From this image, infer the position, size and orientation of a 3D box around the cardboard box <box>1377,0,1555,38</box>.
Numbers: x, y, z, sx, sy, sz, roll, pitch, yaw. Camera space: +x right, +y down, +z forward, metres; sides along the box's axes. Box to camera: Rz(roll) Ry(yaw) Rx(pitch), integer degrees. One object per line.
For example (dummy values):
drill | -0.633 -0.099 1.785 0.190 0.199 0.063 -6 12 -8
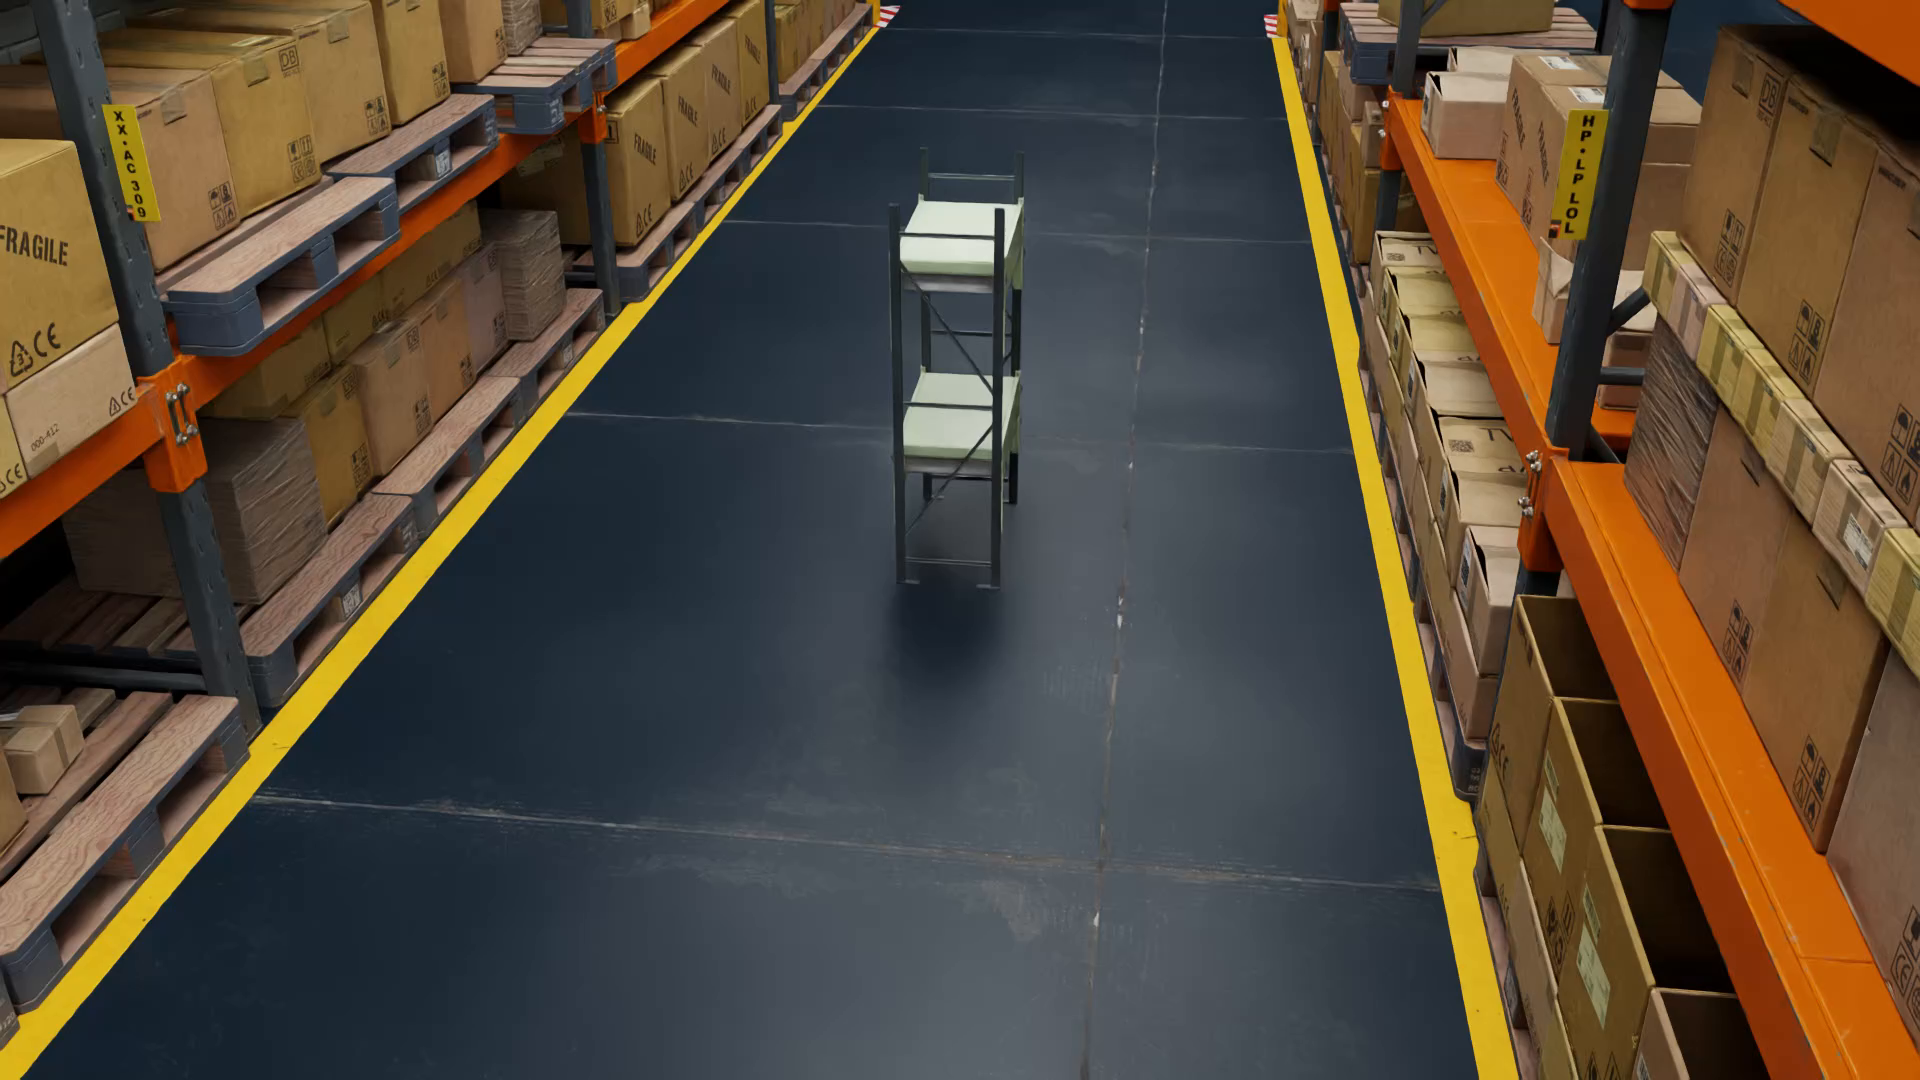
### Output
cardboard box | 2.533 -2.818 8.271 0.700 0.500 0.500 -6 29 -11

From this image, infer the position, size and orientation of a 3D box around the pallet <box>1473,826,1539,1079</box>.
pallet | 1.939 1.196 4.308 1.003 0.211 1.213 3 28 6

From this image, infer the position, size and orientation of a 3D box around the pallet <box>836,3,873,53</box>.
pallet | -1.389 -4.730 15.307 1.003 0.211 1.213 3 28 6

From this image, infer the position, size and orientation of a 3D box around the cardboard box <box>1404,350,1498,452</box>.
cardboard box | 2.029 -0.549 6.471 0.500 0.311 0.500 3 28 6

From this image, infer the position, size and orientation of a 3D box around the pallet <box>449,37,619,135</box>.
pallet | -2.330 -2.146 7.774 1.213 0.211 1.003 3 28 6

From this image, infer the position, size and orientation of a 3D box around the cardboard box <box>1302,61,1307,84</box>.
cardboard box | 2.833 -3.573 12.761 0.380 0.149 0.250 3 28 6

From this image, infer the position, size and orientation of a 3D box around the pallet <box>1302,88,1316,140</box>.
pallet | 3.143 -3.265 12.588 1.003 0.211 1.213 3 28 6

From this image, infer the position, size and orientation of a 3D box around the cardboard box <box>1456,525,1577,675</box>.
cardboard box | 1.843 0.168 5.141 0.500 0.311 0.500 3 28 6

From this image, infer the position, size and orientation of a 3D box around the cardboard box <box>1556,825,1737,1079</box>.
cardboard box | 1.588 0.963 3.466 0.500 0.500 0.500 3 28 6

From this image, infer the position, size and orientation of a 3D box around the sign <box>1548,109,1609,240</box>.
sign | 1.538 -0.905 4.131 0.100 0.325 0.005 3 28 6

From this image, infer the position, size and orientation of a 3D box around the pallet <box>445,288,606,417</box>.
pallet | -2.446 -0.977 8.341 1.003 0.211 1.213 3 28 6

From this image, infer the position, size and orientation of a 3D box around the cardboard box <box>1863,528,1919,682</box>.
cardboard box | 1.667 0.111 2.591 0.380 0.149 0.250 3 28 6

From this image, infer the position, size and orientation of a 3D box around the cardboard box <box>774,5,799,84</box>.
cardboard box | -1.665 -3.886 12.993 0.700 0.500 0.500 4 29 7

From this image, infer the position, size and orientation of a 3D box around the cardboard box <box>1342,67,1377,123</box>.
cardboard box | 2.574 -2.672 9.929 0.500 0.250 0.500 3 28 5

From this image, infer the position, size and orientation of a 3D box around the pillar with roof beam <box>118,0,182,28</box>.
pillar with roof beam | 0.906 -4.402 5.433 9.100 9.000 0.400 3 28 6

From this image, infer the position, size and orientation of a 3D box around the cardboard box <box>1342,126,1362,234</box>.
cardboard box | 2.514 -2.077 9.615 0.500 0.500 0.500 2 28 4

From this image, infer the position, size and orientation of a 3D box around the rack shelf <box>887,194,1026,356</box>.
rack shelf | -0.001 -1.001 6.203 0.431 0.370 0.720 3 28 6

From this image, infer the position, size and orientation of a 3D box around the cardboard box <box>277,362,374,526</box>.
cardboard box | -2.752 -0.377 6.458 0.700 0.500 0.500 3 28 5

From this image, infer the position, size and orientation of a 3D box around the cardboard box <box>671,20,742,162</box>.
cardboard box | -1.915 -2.962 10.909 0.750 0.750 0.750 4 29 8

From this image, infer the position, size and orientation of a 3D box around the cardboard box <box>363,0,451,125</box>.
cardboard box | -2.527 -2.001 6.732 0.700 0.500 0.500 3 28 6

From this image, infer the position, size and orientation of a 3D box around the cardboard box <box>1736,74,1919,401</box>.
cardboard box | 1.969 -0.572 3.175 0.700 0.500 0.500 3 28 6

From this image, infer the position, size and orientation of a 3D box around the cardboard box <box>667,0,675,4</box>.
cardboard box | -1.901 -3.335 10.021 0.380 0.149 0.250 4 29 6

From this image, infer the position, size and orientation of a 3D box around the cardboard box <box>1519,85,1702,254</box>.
cardboard box | 2.314 -1.292 5.880 0.500 0.500 0.500 3 28 6

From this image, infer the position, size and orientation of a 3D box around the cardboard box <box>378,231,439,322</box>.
cardboard box | -2.575 -1.147 7.097 0.500 0.250 0.500 3 28 6

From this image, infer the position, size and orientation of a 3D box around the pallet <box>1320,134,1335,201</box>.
pallet | 2.996 -2.557 11.273 1.003 0.211 1.213 3 28 6

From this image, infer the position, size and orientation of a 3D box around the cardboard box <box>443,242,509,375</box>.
cardboard box | -2.564 -1.088 7.779 0.700 0.500 0.500 3 28 6

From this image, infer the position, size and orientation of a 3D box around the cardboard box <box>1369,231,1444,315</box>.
cardboard box | 2.213 -1.278 7.825 0.500 0.311 0.500 4 29 8

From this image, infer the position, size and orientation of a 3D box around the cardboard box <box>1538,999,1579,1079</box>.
cardboard box | 1.588 1.293 3.644 0.500 0.250 0.500 3 28 6

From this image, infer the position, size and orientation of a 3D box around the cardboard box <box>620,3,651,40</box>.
cardboard box | -1.922 -2.851 9.122 0.380 0.149 0.250 4 29 8

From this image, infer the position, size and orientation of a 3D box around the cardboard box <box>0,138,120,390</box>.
cardboard box | -2.590 -0.722 4.274 0.500 0.500 0.500 3 28 6

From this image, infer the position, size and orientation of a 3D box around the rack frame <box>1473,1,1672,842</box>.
rack frame | 2.078 -0.404 4.337 1.000 3.000 0.127 3 28 6

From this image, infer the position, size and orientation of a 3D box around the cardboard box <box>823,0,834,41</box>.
cardboard box | -1.477 -4.615 14.347 0.700 0.500 0.500 2 28 5

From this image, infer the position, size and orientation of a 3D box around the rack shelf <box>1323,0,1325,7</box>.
rack shelf | 3.303 -4.794 13.244 1.077 0.370 4.000 3 28 6

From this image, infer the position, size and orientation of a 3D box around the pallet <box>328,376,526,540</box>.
pallet | -2.598 -0.405 7.278 1.003 0.211 1.213 3 28 6

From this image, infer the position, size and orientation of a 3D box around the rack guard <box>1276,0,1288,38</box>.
rack guard | 3.539 -4.916 15.348 1.175 0.500 0.348 3 28 6

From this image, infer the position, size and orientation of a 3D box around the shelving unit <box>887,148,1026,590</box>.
shelving unit | -0.001 -0.657 6.388 0.431 1.500 0.755 3 28 6

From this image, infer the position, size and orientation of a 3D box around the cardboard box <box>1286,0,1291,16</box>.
cardboard box | 3.156 -4.814 15.064 0.380 0.149 0.250 3 28 6

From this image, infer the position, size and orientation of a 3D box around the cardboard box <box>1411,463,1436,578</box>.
cardboard box | 1.967 -0.069 6.171 0.500 0.250 0.500 4 29 7

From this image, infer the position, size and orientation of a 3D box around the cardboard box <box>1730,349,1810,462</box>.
cardboard box | 1.762 -0.255 3.271 0.380 0.149 0.250 3 28 6

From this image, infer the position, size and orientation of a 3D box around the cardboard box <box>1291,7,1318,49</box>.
cardboard box | 3.078 -4.325 14.051 0.500 0.250 0.500 3 28 6

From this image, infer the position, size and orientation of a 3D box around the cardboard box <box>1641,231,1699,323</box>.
cardboard box | 1.853 -0.618 3.945 0.380 0.149 0.250 3 28 6

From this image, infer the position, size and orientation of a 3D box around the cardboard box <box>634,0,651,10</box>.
cardboard box | -1.962 -3.216 9.117 0.500 0.500 0.500 4 29 8

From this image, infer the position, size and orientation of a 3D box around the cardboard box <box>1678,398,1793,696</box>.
cardboard box | 1.972 0.010 3.463 0.700 0.500 0.500 3 28 6

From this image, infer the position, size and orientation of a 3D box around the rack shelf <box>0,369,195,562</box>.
rack shelf | -3.084 0.568 3.291 1.077 0.370 4.000 3 28 6

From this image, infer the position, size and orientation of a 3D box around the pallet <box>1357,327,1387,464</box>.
pallet | 2.429 -0.674 7.778 1.003 0.211 1.213 3 28 6

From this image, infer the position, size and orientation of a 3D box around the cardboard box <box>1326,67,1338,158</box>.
cardboard box | 2.703 -2.797 10.951 0.500 0.500 0.500 4 29 7

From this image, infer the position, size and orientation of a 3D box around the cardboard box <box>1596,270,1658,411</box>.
cardboard box | 2.095 -0.572 4.807 0.500 0.250 0.500 5 29 9

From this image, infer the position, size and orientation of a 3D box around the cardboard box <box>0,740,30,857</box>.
cardboard box | -2.926 0.708 4.445 0.500 0.500 0.500 1 28 2

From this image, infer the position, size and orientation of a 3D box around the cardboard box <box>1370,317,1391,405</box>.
cardboard box | 2.152 -0.795 7.519 0.500 0.250 0.500 3 28 5

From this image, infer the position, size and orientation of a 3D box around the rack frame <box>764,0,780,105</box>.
rack frame | -1.859 -4.455 11.857 1.000 3.000 0.127 3 28 6

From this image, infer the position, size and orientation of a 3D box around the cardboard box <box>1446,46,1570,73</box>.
cardboard box | 2.480 -2.079 7.540 0.500 0.311 0.500 5 29 9

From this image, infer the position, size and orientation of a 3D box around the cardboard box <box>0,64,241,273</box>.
cardboard box | -2.743 -1.165 5.181 0.700 0.500 0.500 3 29 6
